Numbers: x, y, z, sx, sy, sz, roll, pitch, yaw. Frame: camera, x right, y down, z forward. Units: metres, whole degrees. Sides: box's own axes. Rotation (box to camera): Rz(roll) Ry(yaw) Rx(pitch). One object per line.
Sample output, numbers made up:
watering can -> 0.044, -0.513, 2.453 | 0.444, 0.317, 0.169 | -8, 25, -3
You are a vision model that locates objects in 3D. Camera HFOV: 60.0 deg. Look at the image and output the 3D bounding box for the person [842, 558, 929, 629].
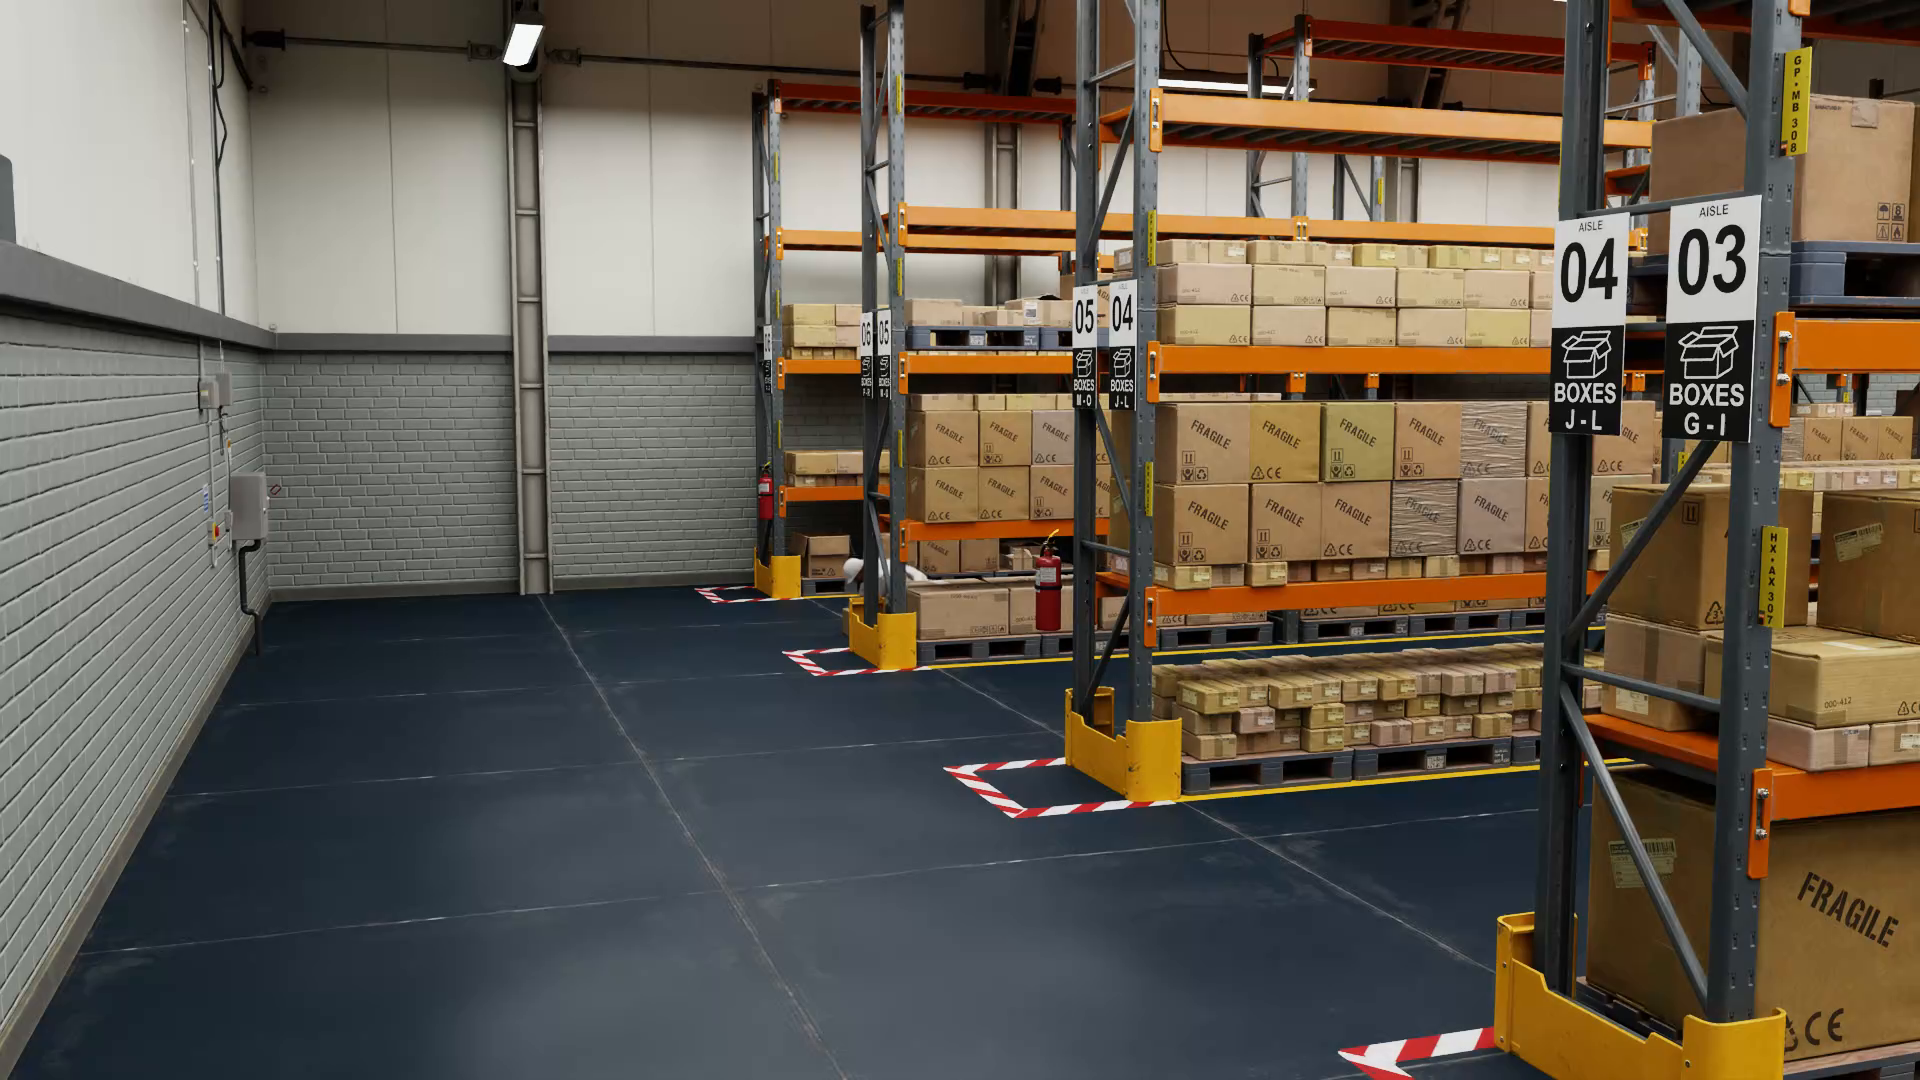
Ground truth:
person -> -0.742, 0.600, 16.980 | 0.947, 0.876, 0.561 | -2, 6, -22
